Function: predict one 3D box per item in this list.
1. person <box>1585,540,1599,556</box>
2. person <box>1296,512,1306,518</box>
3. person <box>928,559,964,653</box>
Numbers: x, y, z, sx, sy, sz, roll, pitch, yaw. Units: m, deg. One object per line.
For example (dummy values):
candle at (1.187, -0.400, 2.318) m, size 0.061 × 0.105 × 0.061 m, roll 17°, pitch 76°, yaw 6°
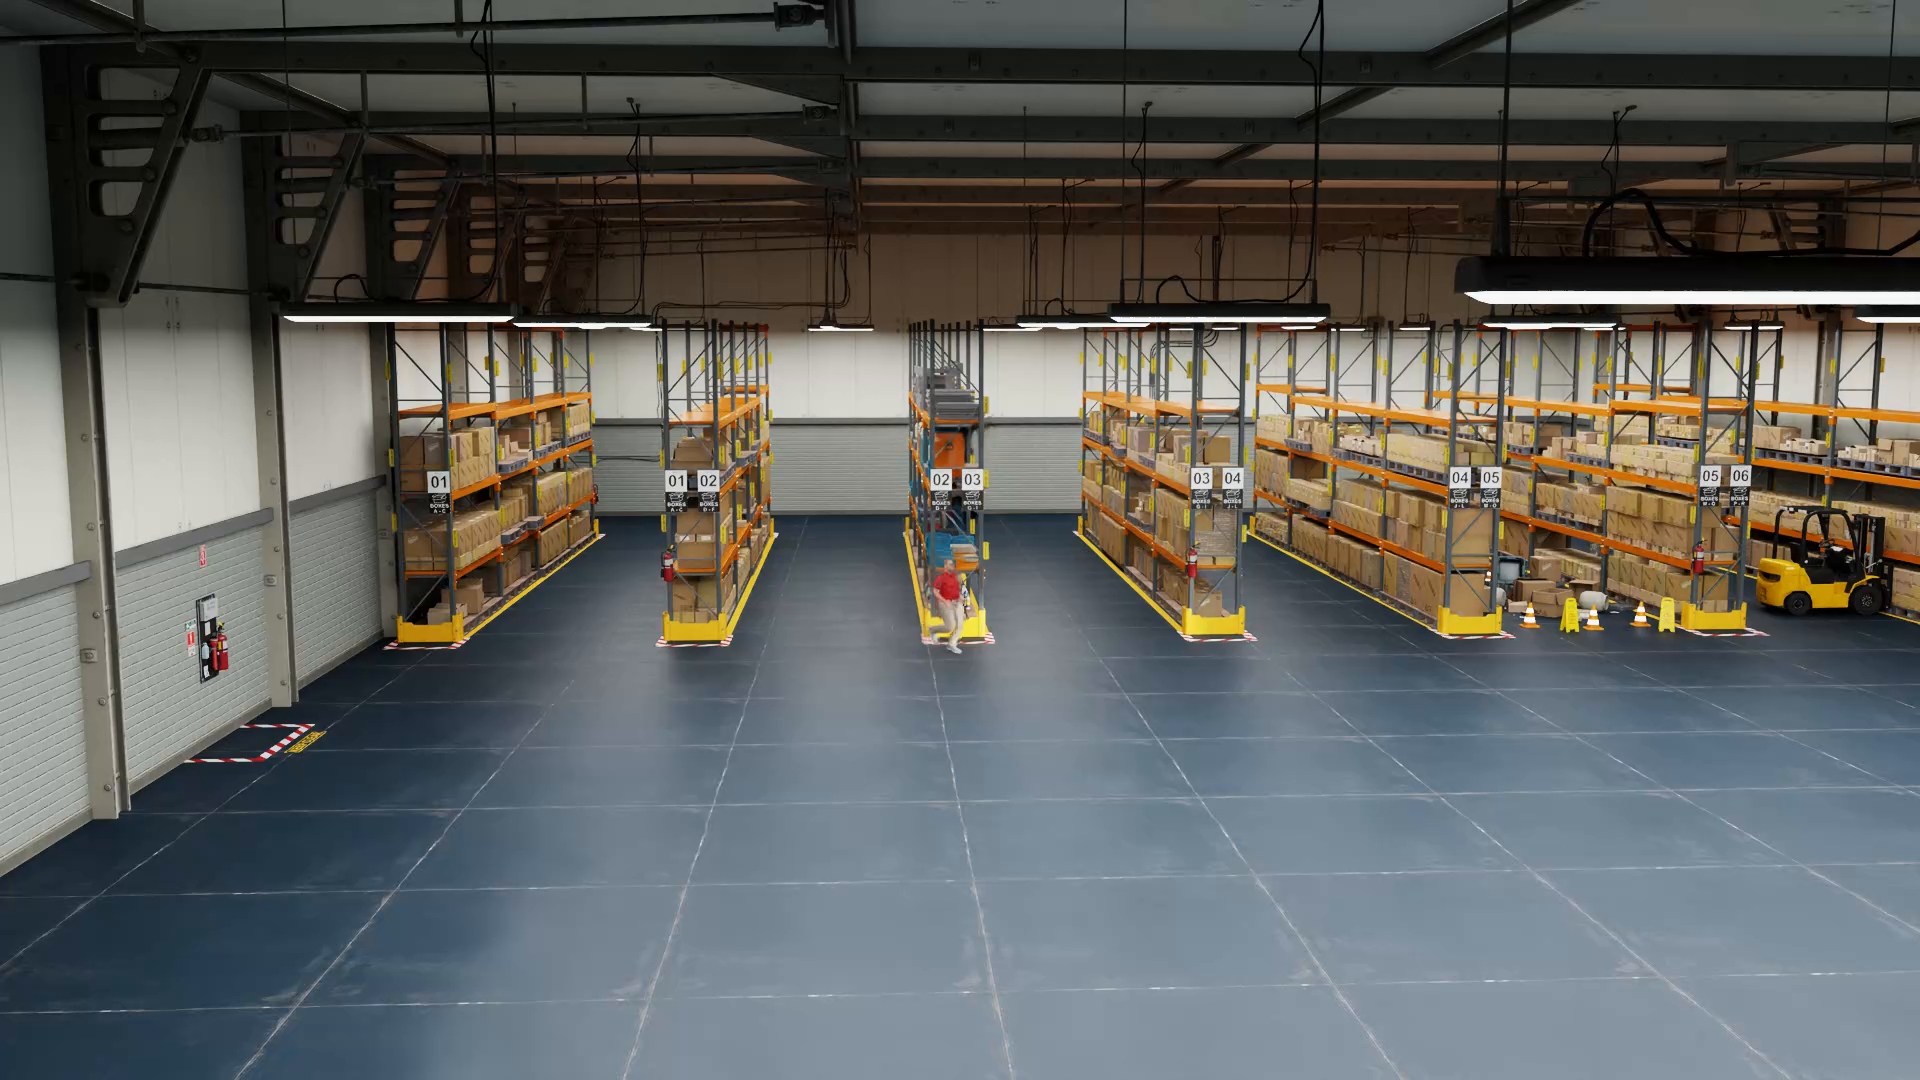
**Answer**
person at (16.409, -0.415, 43.205) m, size 0.543 × 1.616 × 0.636 m, roll -2°, pitch 7°, yaw -12°
person at (10.089, -1.119, 48.628) m, size 0.752 × 1.718 × 0.635 m, roll -5°, pitch 9°, yaw -34°
person at (-0.242, 1.191, 30.137) m, size 0.674 × 1.693 × 0.678 m, roll 5°, pitch 9°, yaw 36°
